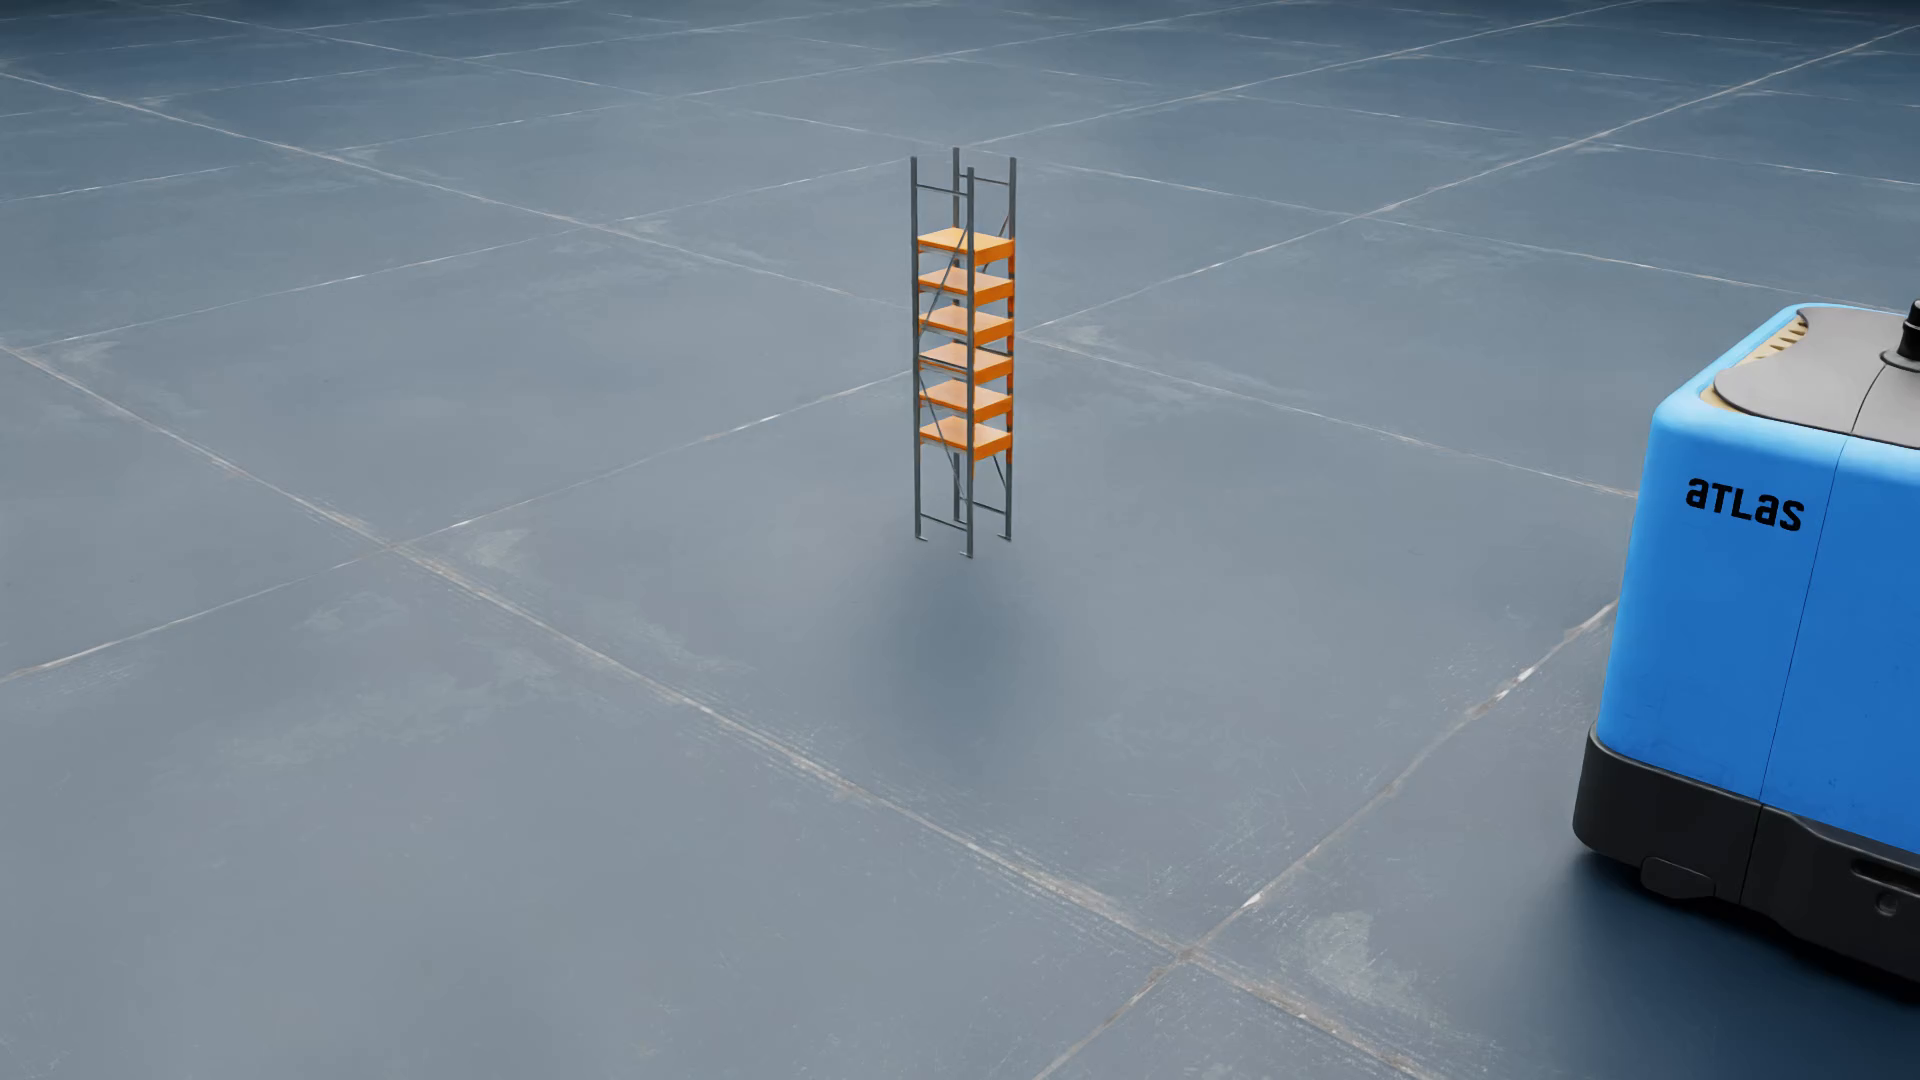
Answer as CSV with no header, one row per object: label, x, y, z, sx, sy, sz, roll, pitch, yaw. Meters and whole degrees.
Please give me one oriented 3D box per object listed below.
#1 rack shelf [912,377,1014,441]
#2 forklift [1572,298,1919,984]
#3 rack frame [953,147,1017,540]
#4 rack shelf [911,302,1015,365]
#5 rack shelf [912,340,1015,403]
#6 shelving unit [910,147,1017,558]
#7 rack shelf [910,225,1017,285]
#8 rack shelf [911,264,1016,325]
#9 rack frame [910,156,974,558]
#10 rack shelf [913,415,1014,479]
rack shelf,0.010,-0.402,5.082,0.258,0.103,0.180,20,31,38
forklift,2.805,-0.394,2.547,3.031,2.935,1.130,19,30,35
rack frame,0.071,-0.580,5.077,0.240,1.200,0.006,20,31,38
rack shelf,0.010,-0.621,4.983,0.258,0.103,0.180,20,31,38
rack shelf,0.010,-0.511,5.033,0.258,0.103,0.180,20,31,38
shelving unit,0.010,-0.552,5.014,0.258,1.200,0.189,20,31,38
rack shelf,0.010,-0.840,4.885,0.258,0.103,0.180,20,31,38
rack shelf,0.010,-0.730,4.934,0.258,0.103,0.180,20,31,38
rack frame,-0.051,-0.524,4.952,0.240,1.200,0.006,20,31,38
rack shelf,0.010,-0.292,5.131,0.258,0.103,0.180,20,31,38
